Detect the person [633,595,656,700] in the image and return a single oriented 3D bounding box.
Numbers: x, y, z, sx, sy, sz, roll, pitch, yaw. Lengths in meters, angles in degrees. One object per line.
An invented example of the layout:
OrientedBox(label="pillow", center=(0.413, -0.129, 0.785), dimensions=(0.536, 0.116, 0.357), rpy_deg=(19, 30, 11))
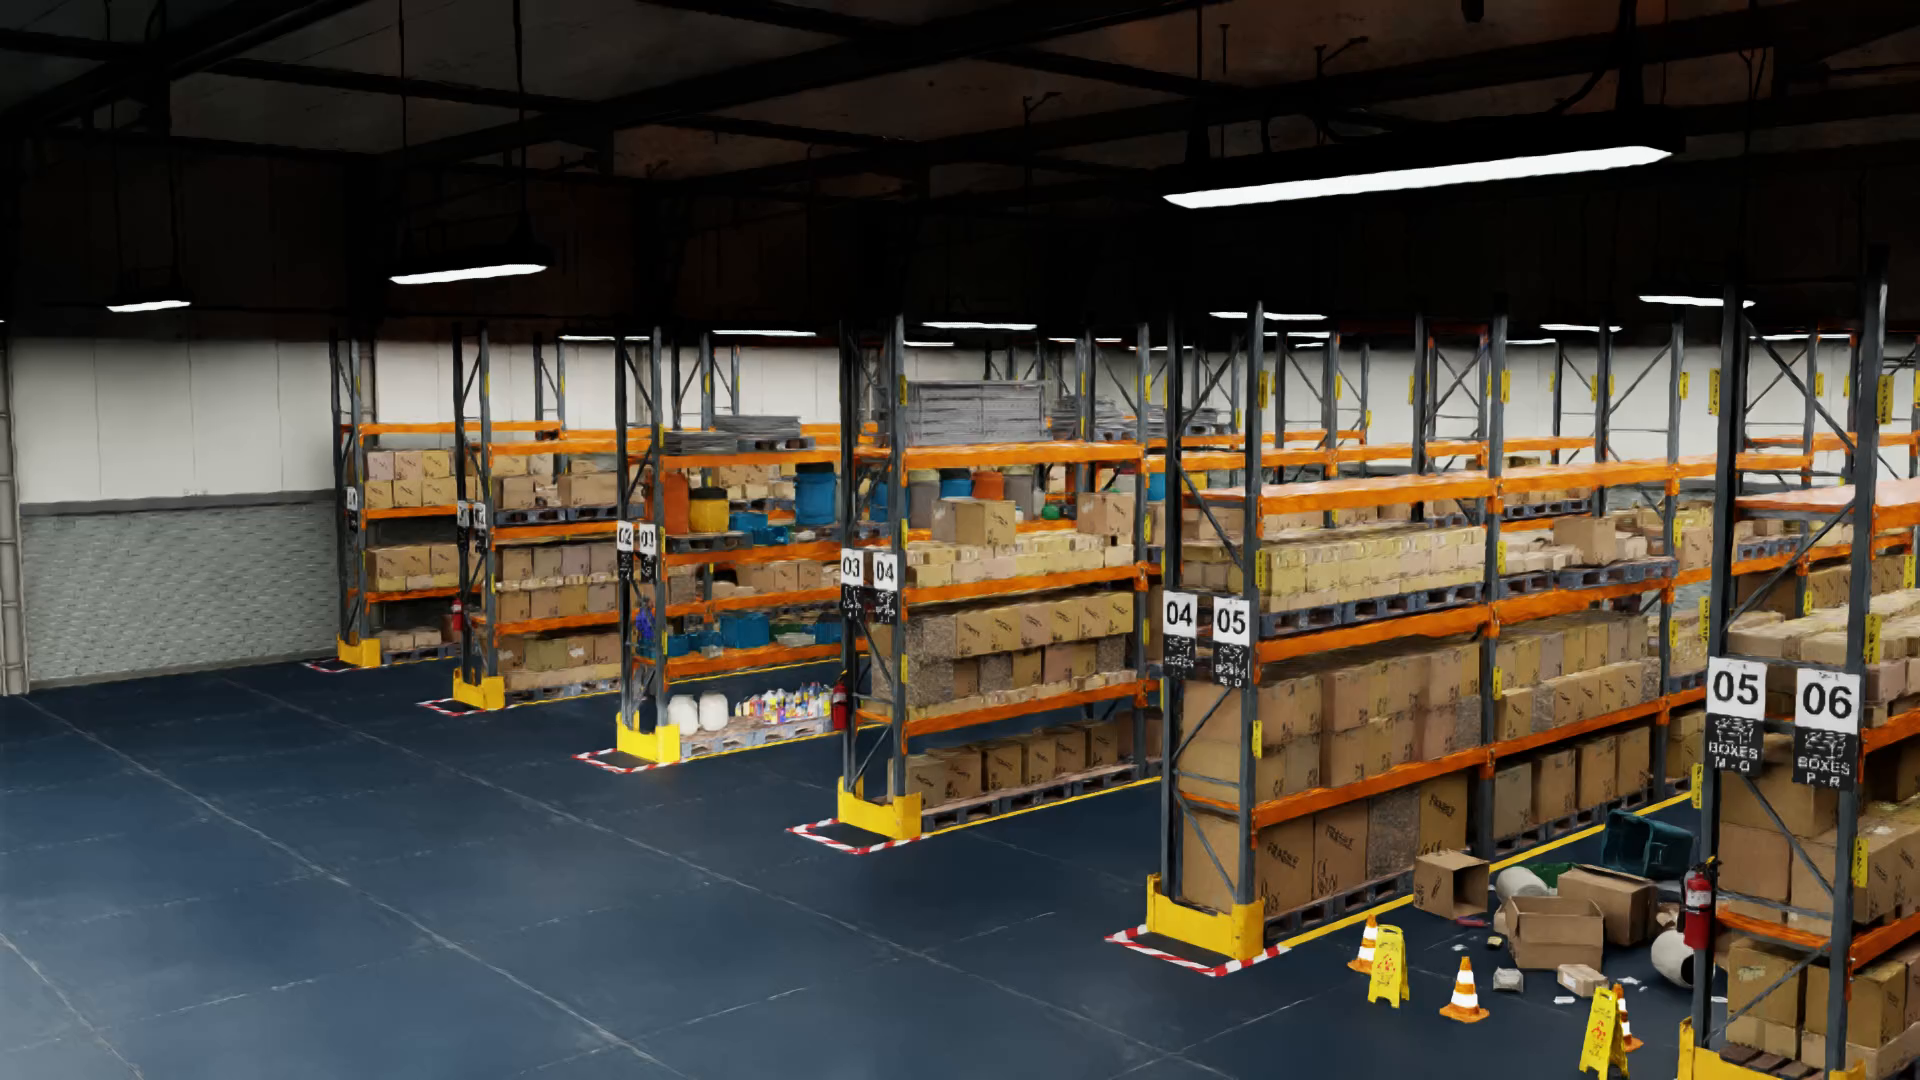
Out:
OrientedBox(label="person", center=(-4.983, 1.708, 26.595), dimensions=(0.415, 1.646, 0.499), rpy_deg=(2, 6, 17))

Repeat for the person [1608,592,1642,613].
OrientedBox(label="person", center=(12.627, 1.173, 31.598), dimensions=(0.621, 1.749, 1.012), rpy_deg=(2, 6, 22))
